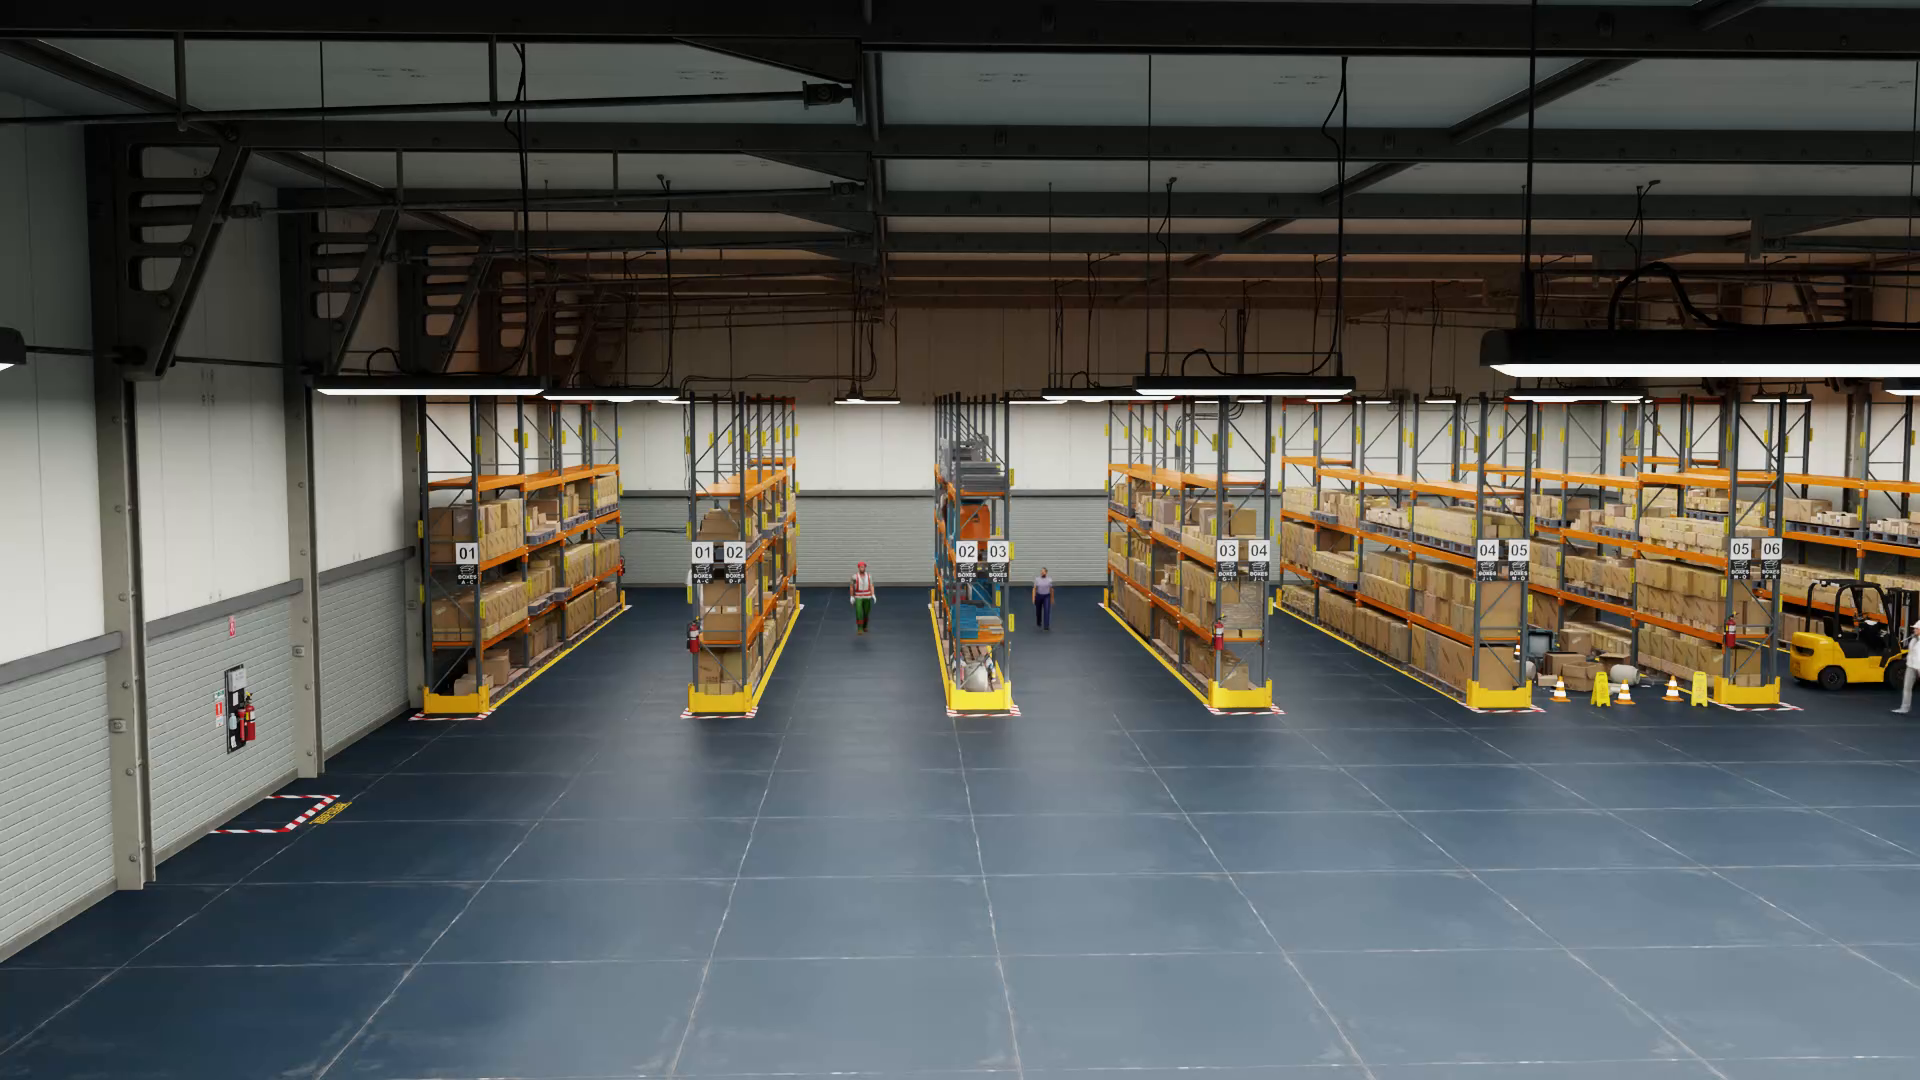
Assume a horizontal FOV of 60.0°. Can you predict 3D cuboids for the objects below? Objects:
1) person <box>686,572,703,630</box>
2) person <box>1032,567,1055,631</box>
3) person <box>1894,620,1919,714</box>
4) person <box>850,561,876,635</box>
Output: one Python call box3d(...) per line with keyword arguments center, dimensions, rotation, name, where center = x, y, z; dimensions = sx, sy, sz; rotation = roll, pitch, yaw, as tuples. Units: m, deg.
box3d(center=(-6.766, 1.405, 42.832), dimensions=(0.545, 1.728, 1.048), rotation=(0, 5, -4), name="person")
box3d(center=(2.150, 1.504, 42.710), dimensions=(0.591, 1.609, 0.927), rotation=(0, 5, 2), name="person")
box3d(center=(17.894, 2.368, 30.973), dimensions=(0.946, 1.751, 0.521), rotation=(-2, 5, -22), name="person")
box3d(center=(-2.318, 1.386, 39.749), dimensions=(0.624, 1.734, 1.040), rotation=(0, 5, -5), name="person")
